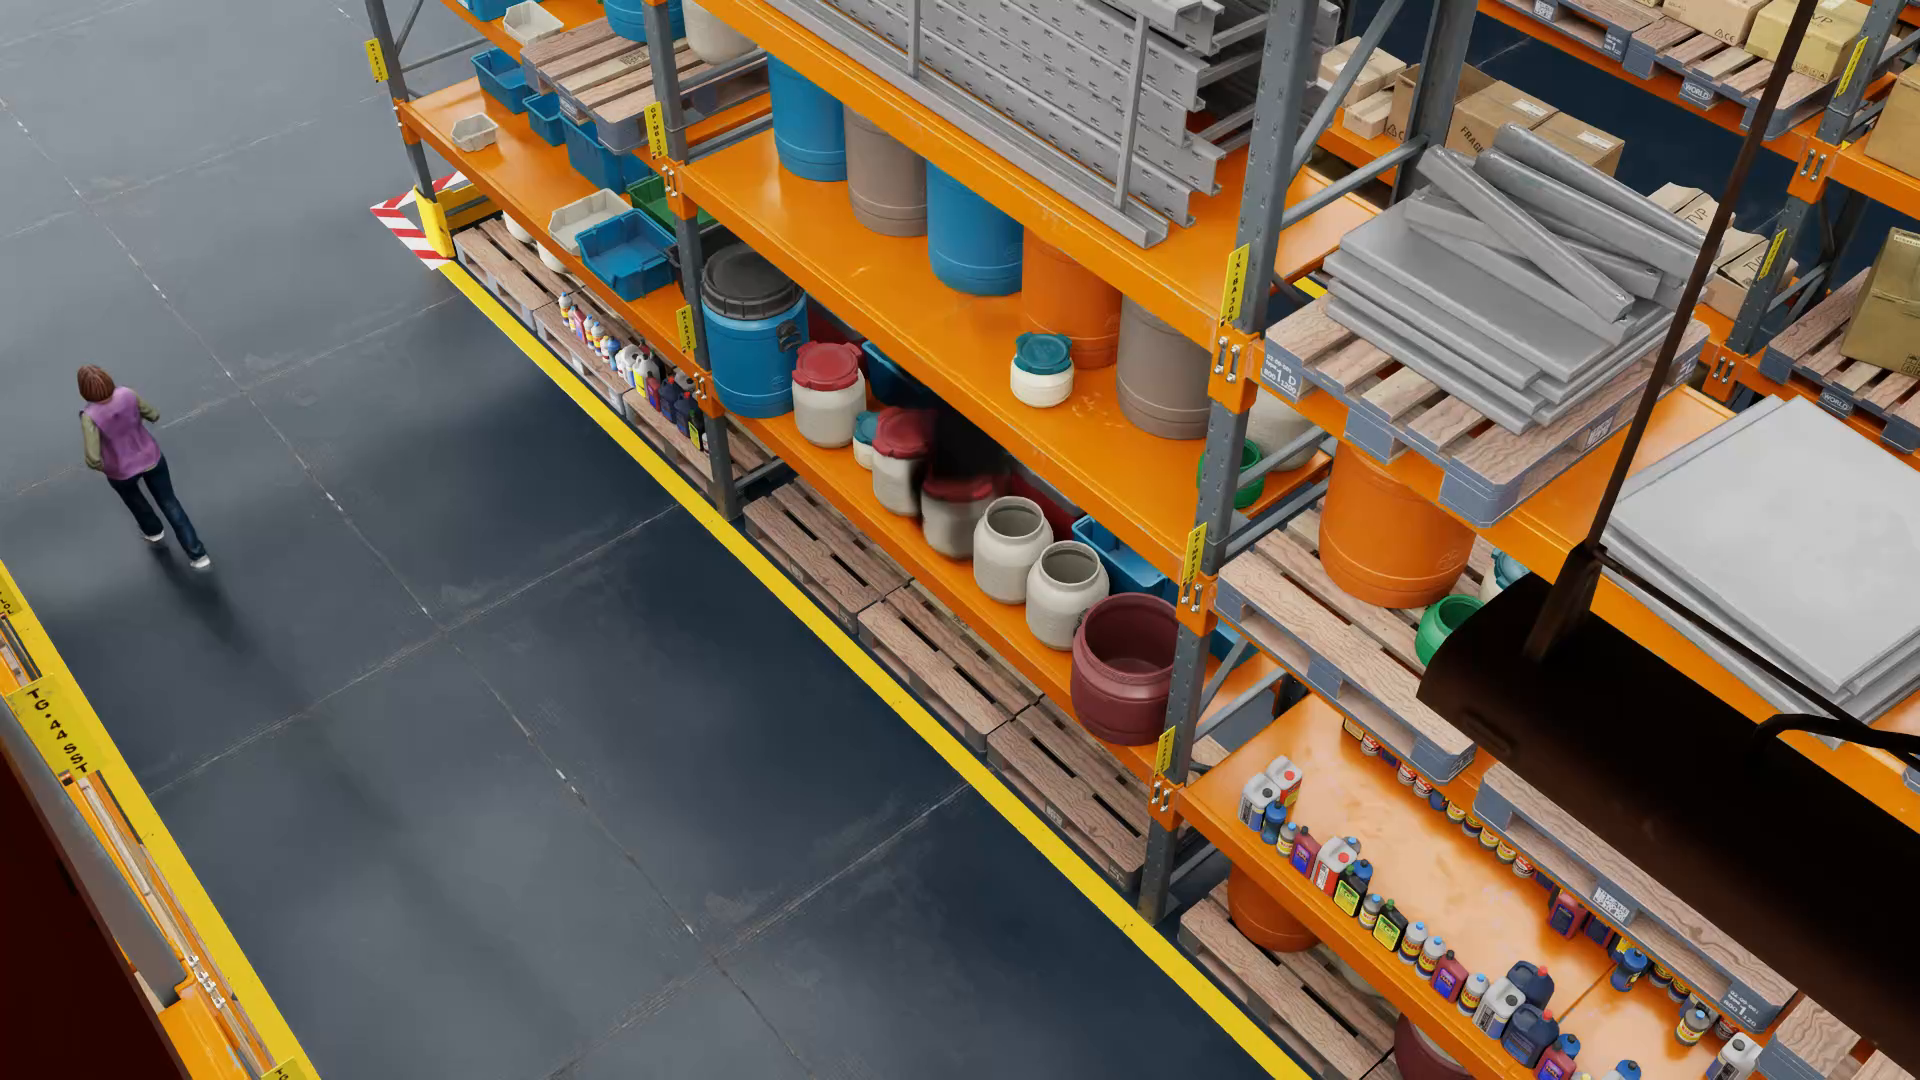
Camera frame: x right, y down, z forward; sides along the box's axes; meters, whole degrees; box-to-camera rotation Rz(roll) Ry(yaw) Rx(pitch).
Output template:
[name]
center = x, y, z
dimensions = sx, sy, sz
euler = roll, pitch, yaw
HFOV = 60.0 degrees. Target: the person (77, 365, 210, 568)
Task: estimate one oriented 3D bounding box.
[person]
center = -5.094, -0.453, 10.275
dimensions = 0.532, 1.611, 0.799
euler = -35, 56, -29
